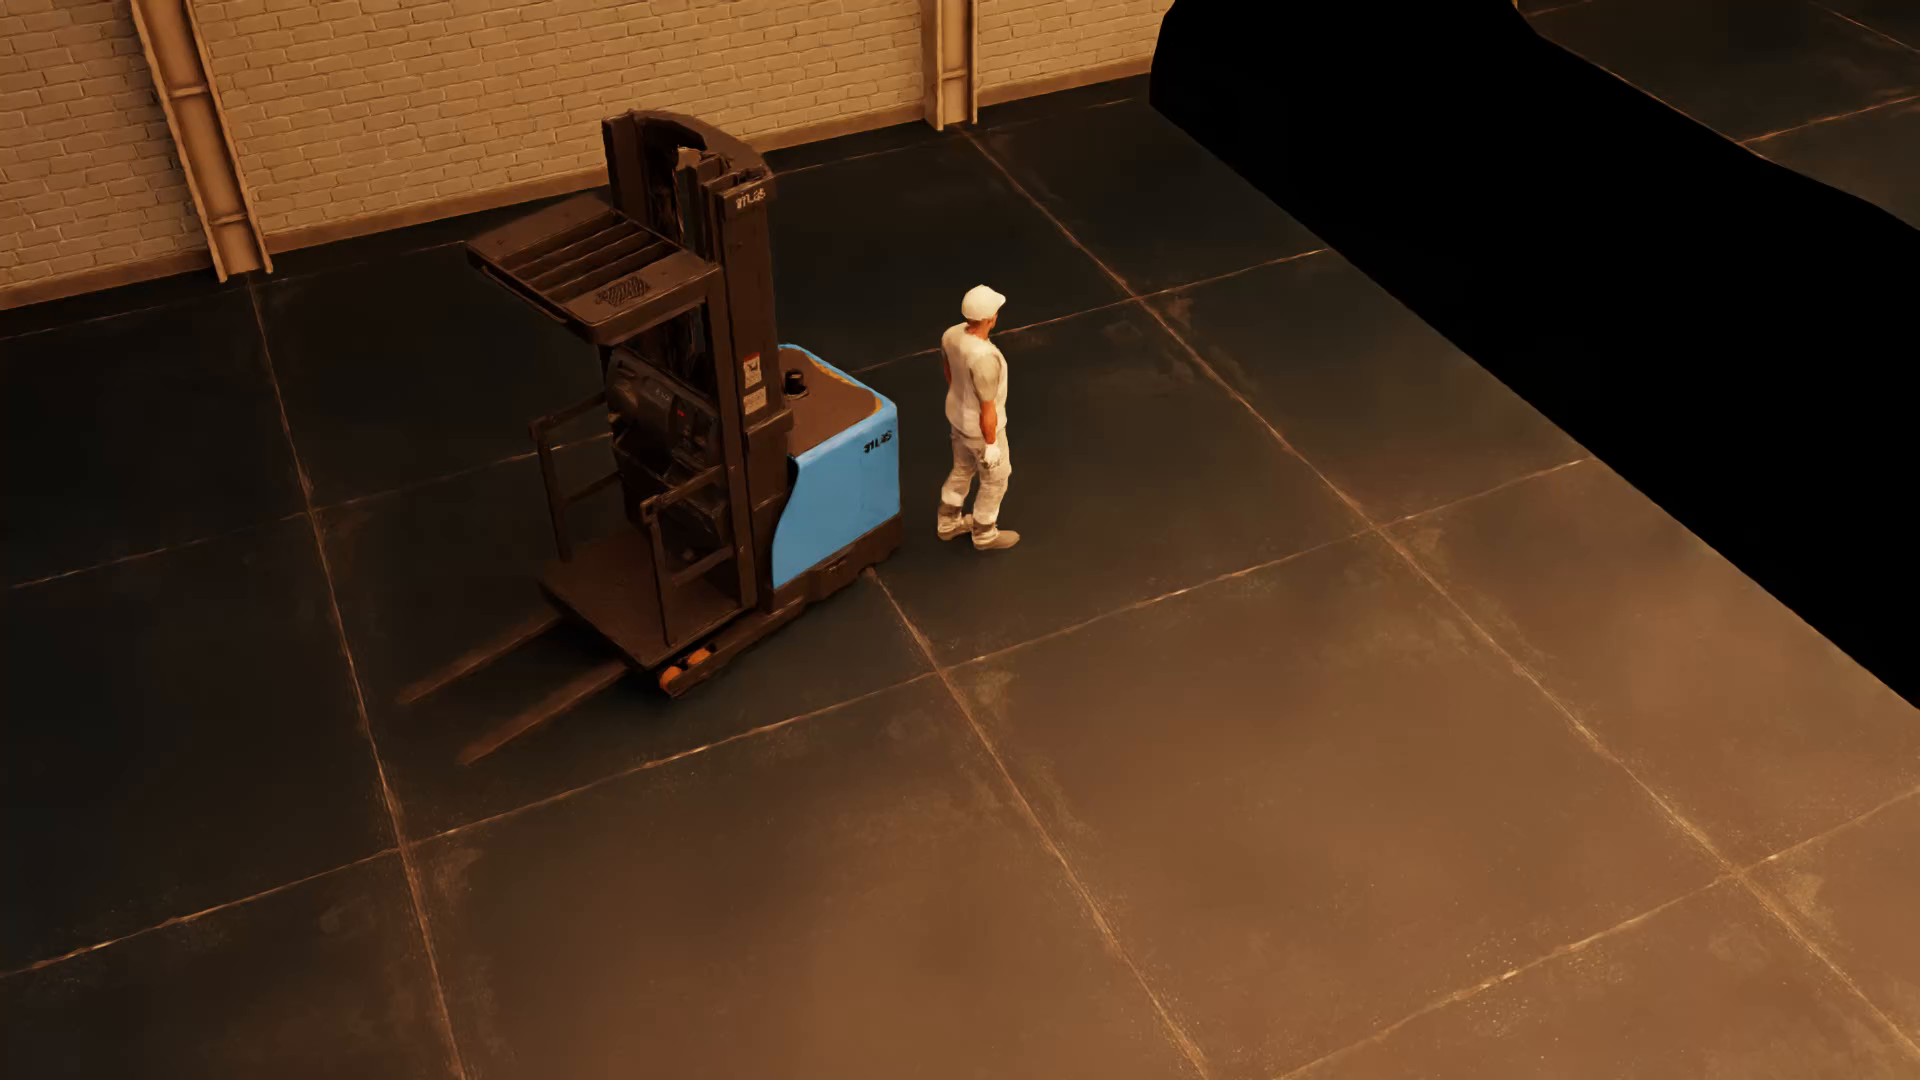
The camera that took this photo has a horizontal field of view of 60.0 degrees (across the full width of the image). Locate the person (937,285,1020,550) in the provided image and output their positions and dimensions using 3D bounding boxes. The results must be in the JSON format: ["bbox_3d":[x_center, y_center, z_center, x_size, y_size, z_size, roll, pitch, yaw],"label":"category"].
[{"bbox_3d":[0.090,-0.711,9.784,0.441,1.788,0.693,-20,44,-22],"label":"person"}]

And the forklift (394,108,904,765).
[{"bbox_3d":[-1.740,-0.633,8.774,1.130,2.935,3.031,33,50,33],"label":"forklift"}]
